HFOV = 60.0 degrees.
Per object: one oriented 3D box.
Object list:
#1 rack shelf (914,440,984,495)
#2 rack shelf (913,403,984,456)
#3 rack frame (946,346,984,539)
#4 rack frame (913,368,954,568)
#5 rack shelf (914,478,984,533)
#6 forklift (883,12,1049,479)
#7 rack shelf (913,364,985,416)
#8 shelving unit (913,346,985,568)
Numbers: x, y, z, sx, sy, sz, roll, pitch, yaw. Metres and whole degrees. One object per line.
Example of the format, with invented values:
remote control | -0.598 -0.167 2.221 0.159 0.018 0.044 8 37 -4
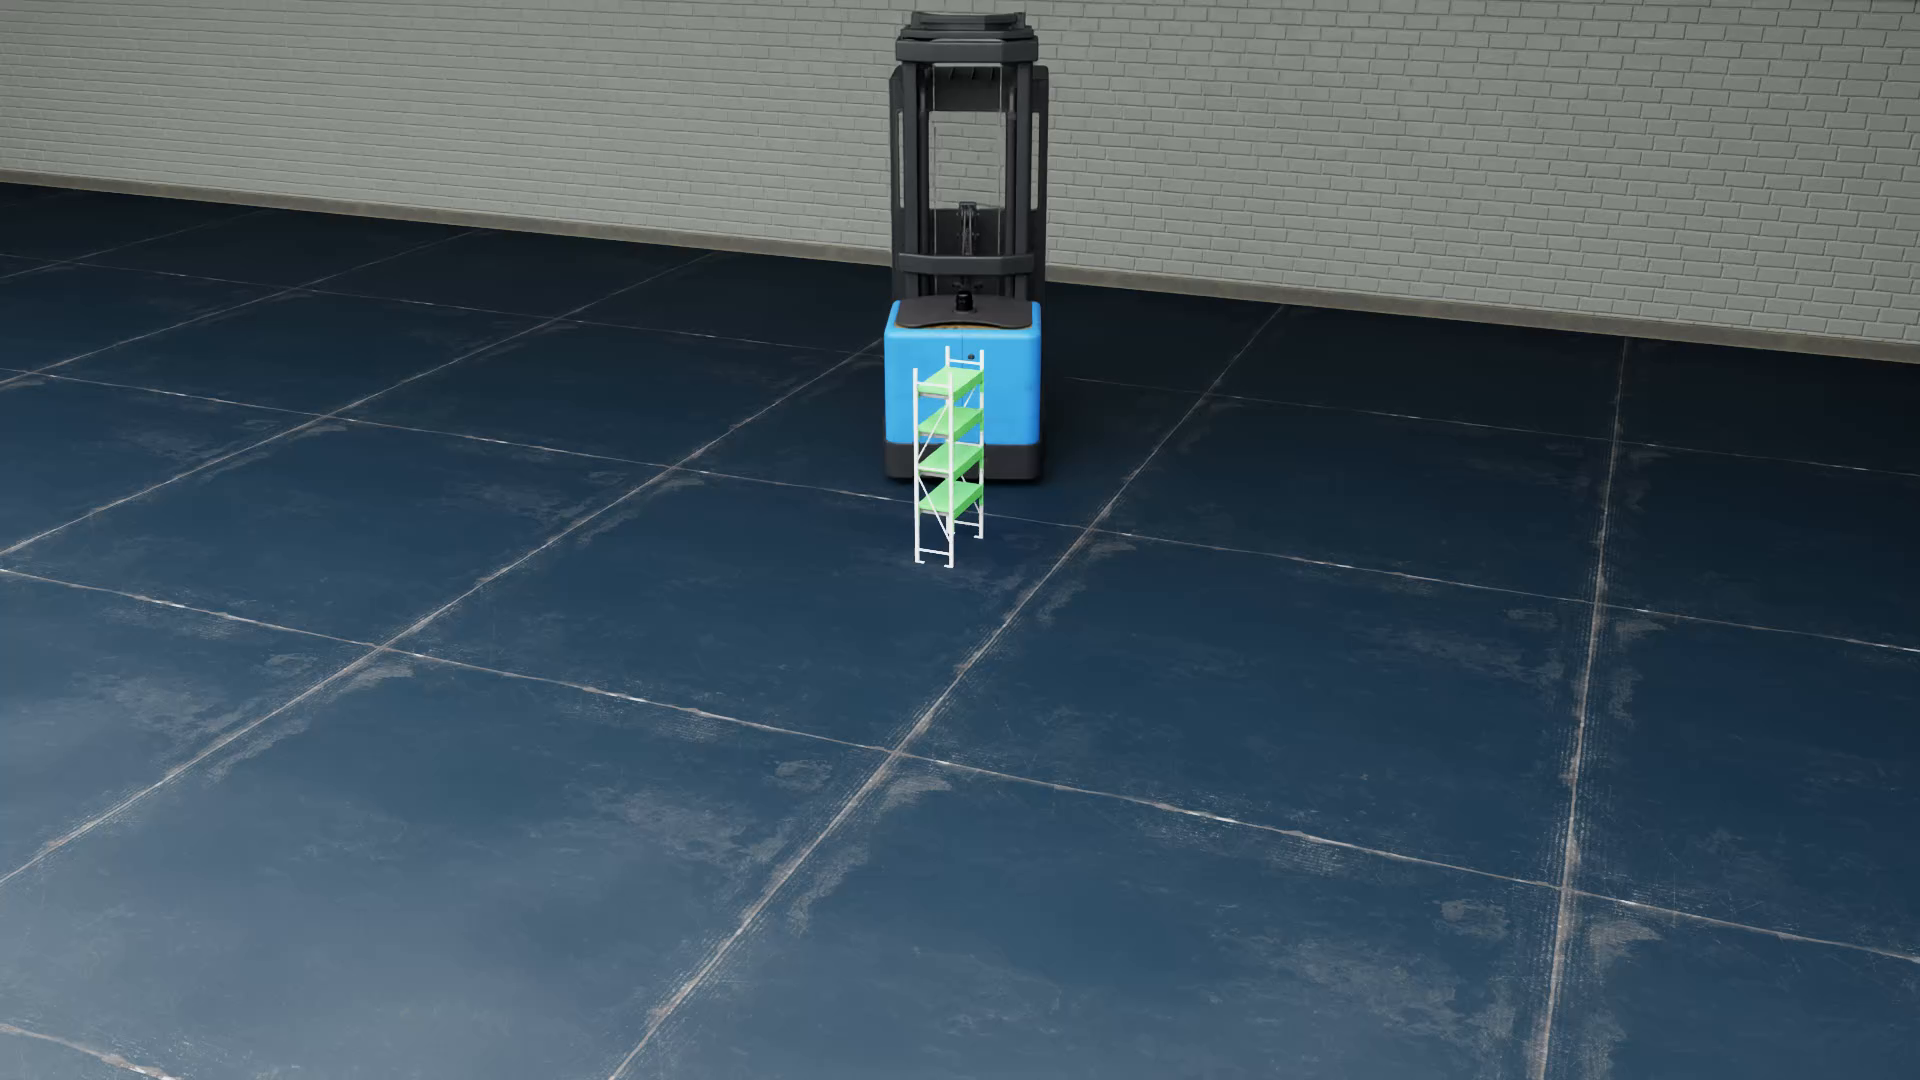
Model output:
rack shelf | -0.061 -0.435 9.902 0.258 0.148 0.480 9 24 20
rack shelf | -0.062 -0.657 9.809 0.258 0.148 0.480 9 24 20
rack frame | 0.029 -0.582 10.086 0.240 1.200 0.015 9 24 20
rack frame | -0.152 -0.407 9.668 0.240 1.200 0.015 9 24 20
rack shelf | -0.061 -0.214 9.994 0.258 0.148 0.480 9 24 20
forklift | 0.071 -2.276 11.896 1.130 2.935 3.031 1 23 2
rack shelf | -0.062 -0.878 9.717 0.258 0.148 0.480 9 24 20
shelving unit | -0.062 -0.494 9.877 0.258 1.200 0.503 9 24 20
